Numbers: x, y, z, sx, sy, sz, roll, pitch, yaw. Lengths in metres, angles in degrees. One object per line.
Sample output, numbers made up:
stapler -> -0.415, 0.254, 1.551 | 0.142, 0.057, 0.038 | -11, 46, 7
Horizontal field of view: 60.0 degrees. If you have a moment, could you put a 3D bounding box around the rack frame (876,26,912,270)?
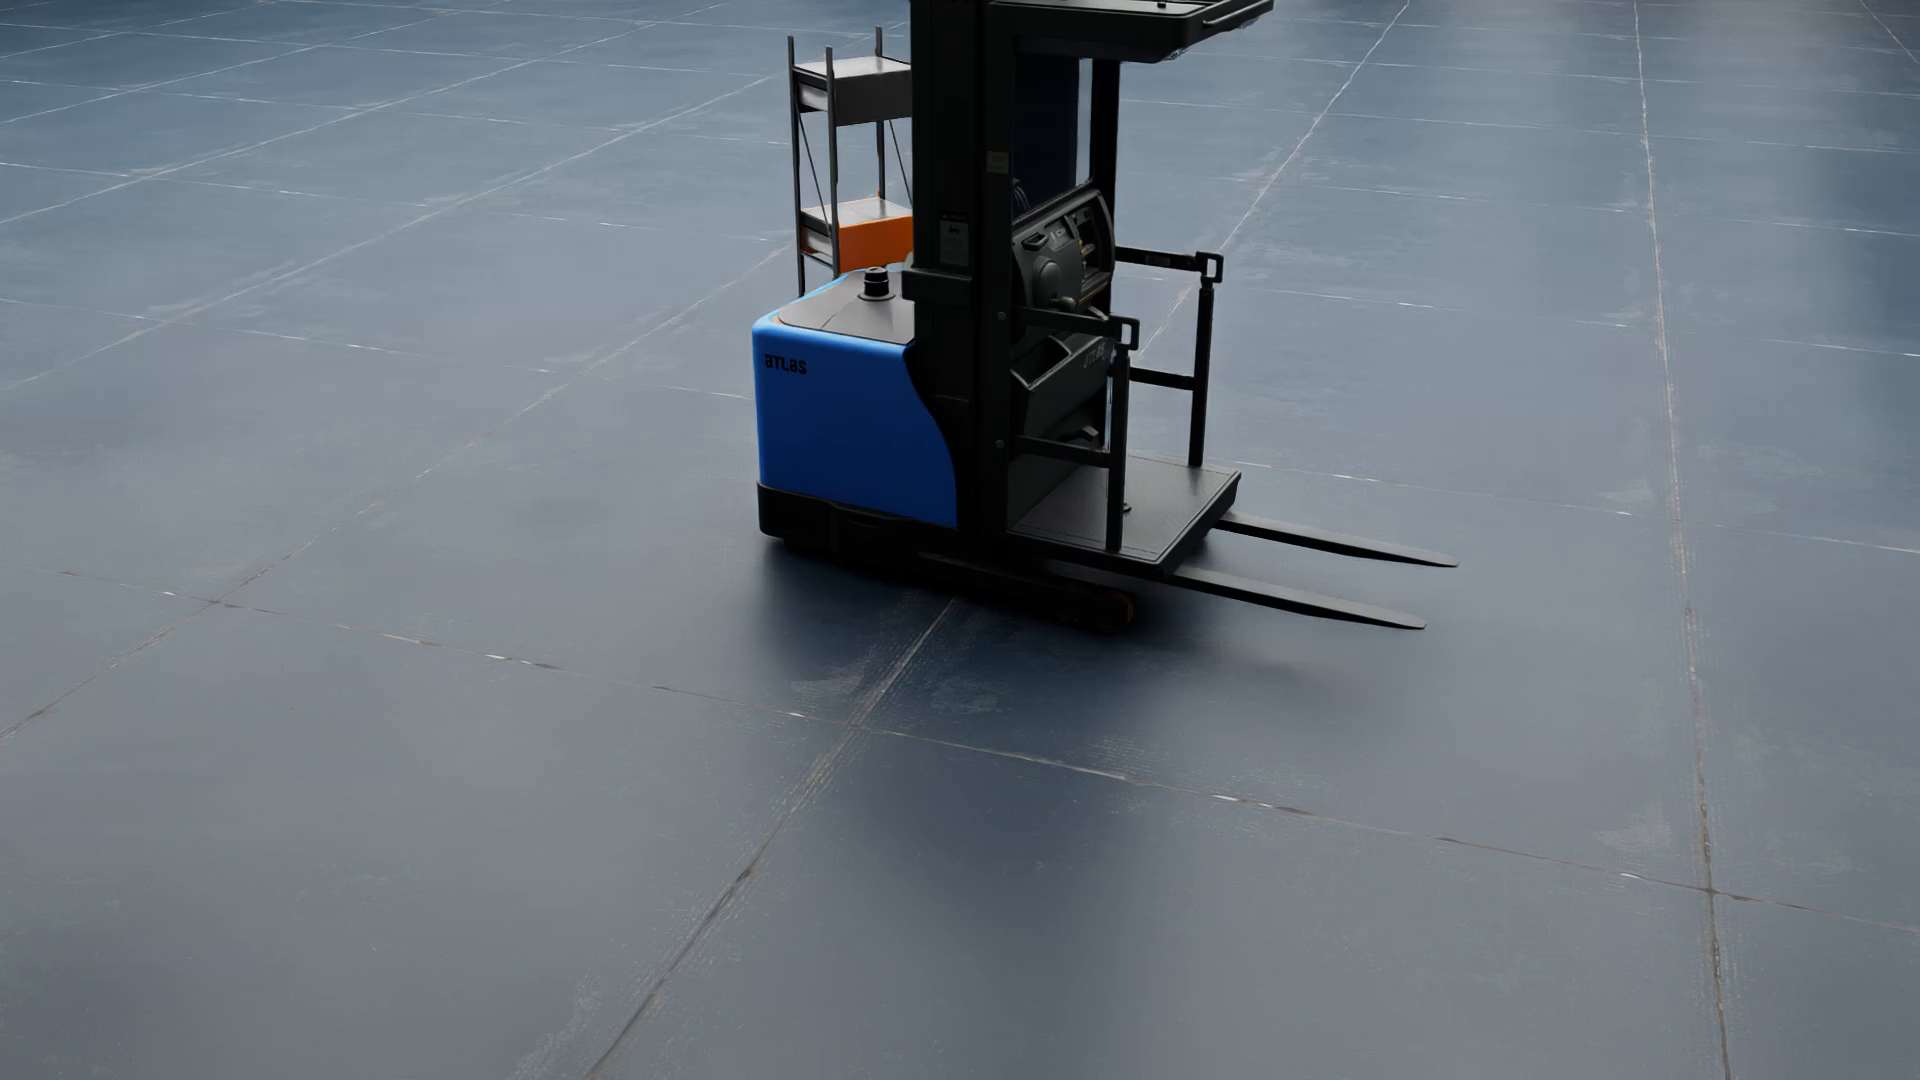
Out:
rack frame -> -0.293, -1.489, 8.415 | 0.015, 2.100, 0.400 | -16, 30, -30

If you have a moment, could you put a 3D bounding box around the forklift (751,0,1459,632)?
forklift -> 0.619, -1.200, 6.865 | 3.031, 2.935, 1.130 | 13, 29, 24

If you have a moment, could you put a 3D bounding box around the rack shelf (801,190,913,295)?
rack shelf -> -0.496, -1.417, 8.299 | 0.480, 0.518, 0.431 | -16, 30, -30

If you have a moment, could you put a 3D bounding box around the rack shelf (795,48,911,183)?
rack shelf -> -0.496, -2.047, 7.994 | 0.480, 0.518, 0.431 | -16, 30, -30

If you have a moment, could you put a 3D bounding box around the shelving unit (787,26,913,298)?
shelving unit -> -0.496, -1.430, 8.293 | 0.503, 2.100, 0.431 | -16, 30, -30

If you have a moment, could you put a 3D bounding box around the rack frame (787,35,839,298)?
rack frame -> -0.699, -1.370, 8.171 | 0.015, 2.100, 0.400 | -16, 30, -30
